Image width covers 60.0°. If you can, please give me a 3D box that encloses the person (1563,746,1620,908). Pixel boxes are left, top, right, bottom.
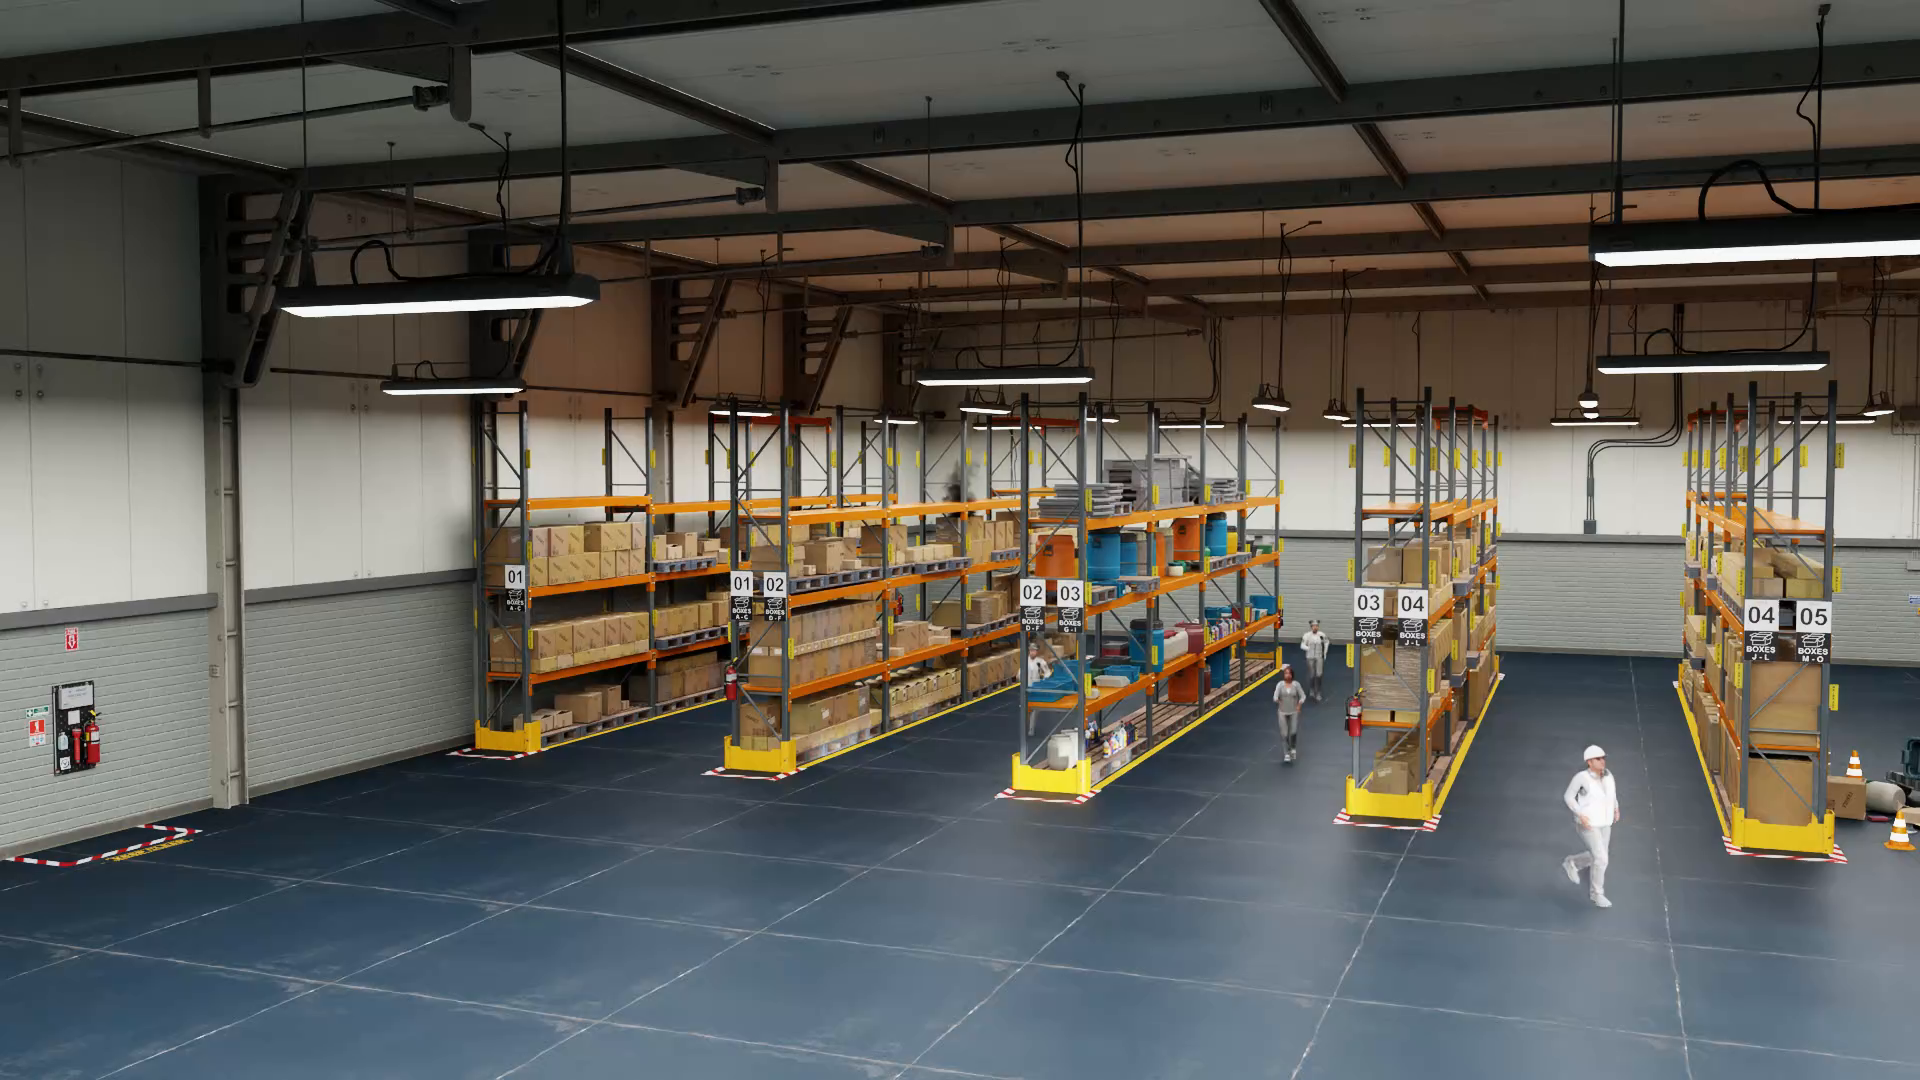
[{"bbox_3d":[7.150,3.205,18.901,0.662,1.780,0.783,-1,3,-24],"label":"person"}]

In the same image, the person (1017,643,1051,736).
[{"bbox_3d":[1.342,2.701,30.298,0.617,1.670,0.662,0,3,10],"label":"person"}]

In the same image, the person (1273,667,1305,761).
[{"bbox_3d":[5.414,2.878,27.388,0.524,1.558,0.537,1,3,13],"label":"person"}]

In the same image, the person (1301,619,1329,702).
[{"bbox_3d":[7.354,2.488,34.495,0.560,1.723,0.752,1,3,15],"label":"person"}]
